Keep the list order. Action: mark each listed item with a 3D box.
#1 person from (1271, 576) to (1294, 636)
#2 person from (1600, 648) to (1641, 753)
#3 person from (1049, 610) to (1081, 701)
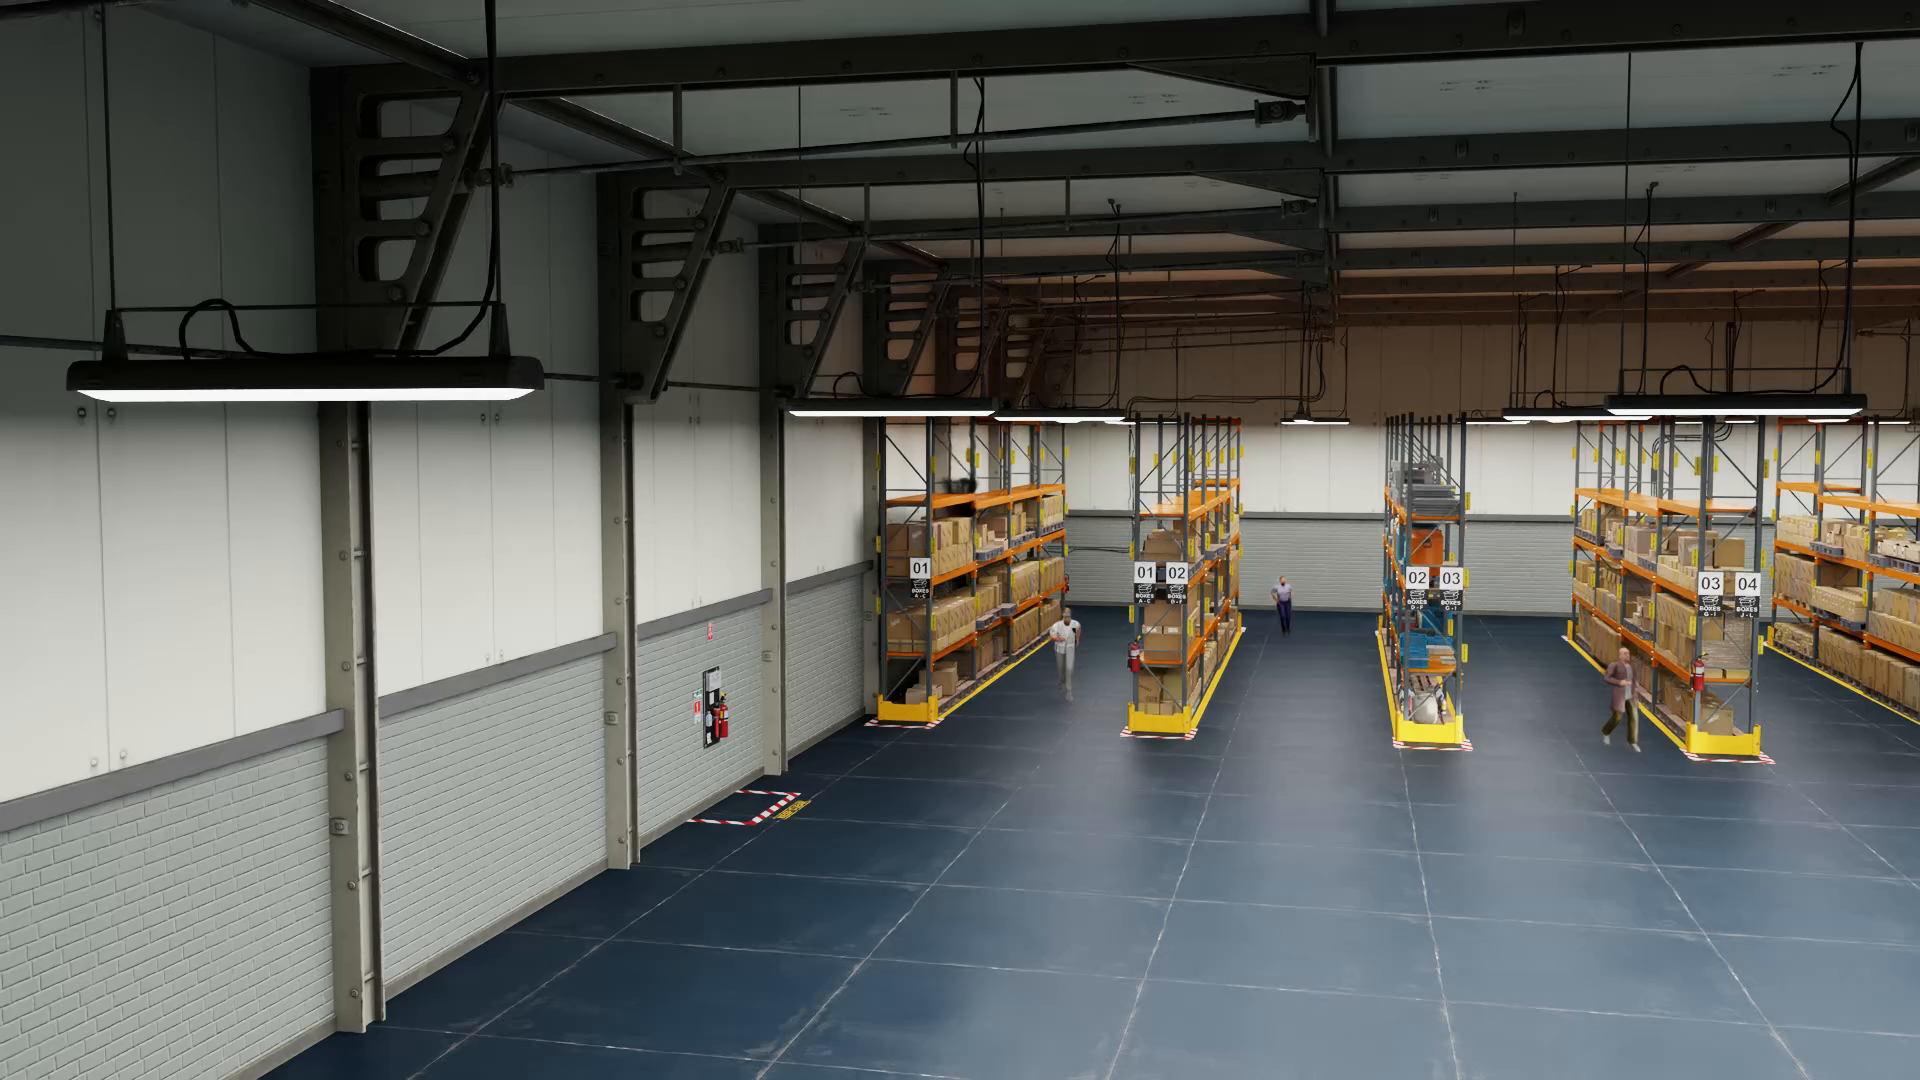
[{"bbox_3d":[8.914,1.836,45.848,0.603,1.665,0.691,0,4,-4],"label":"person"},{"bbox_3d":[11.795,2.822,29.615,0.716,1.808,0.946,-1,4,-11],"label":"person"},{"bbox_3d":[2.142,2.306,33.943,0.658,1.844,0.942,0,4,1],"label":"person"}]
